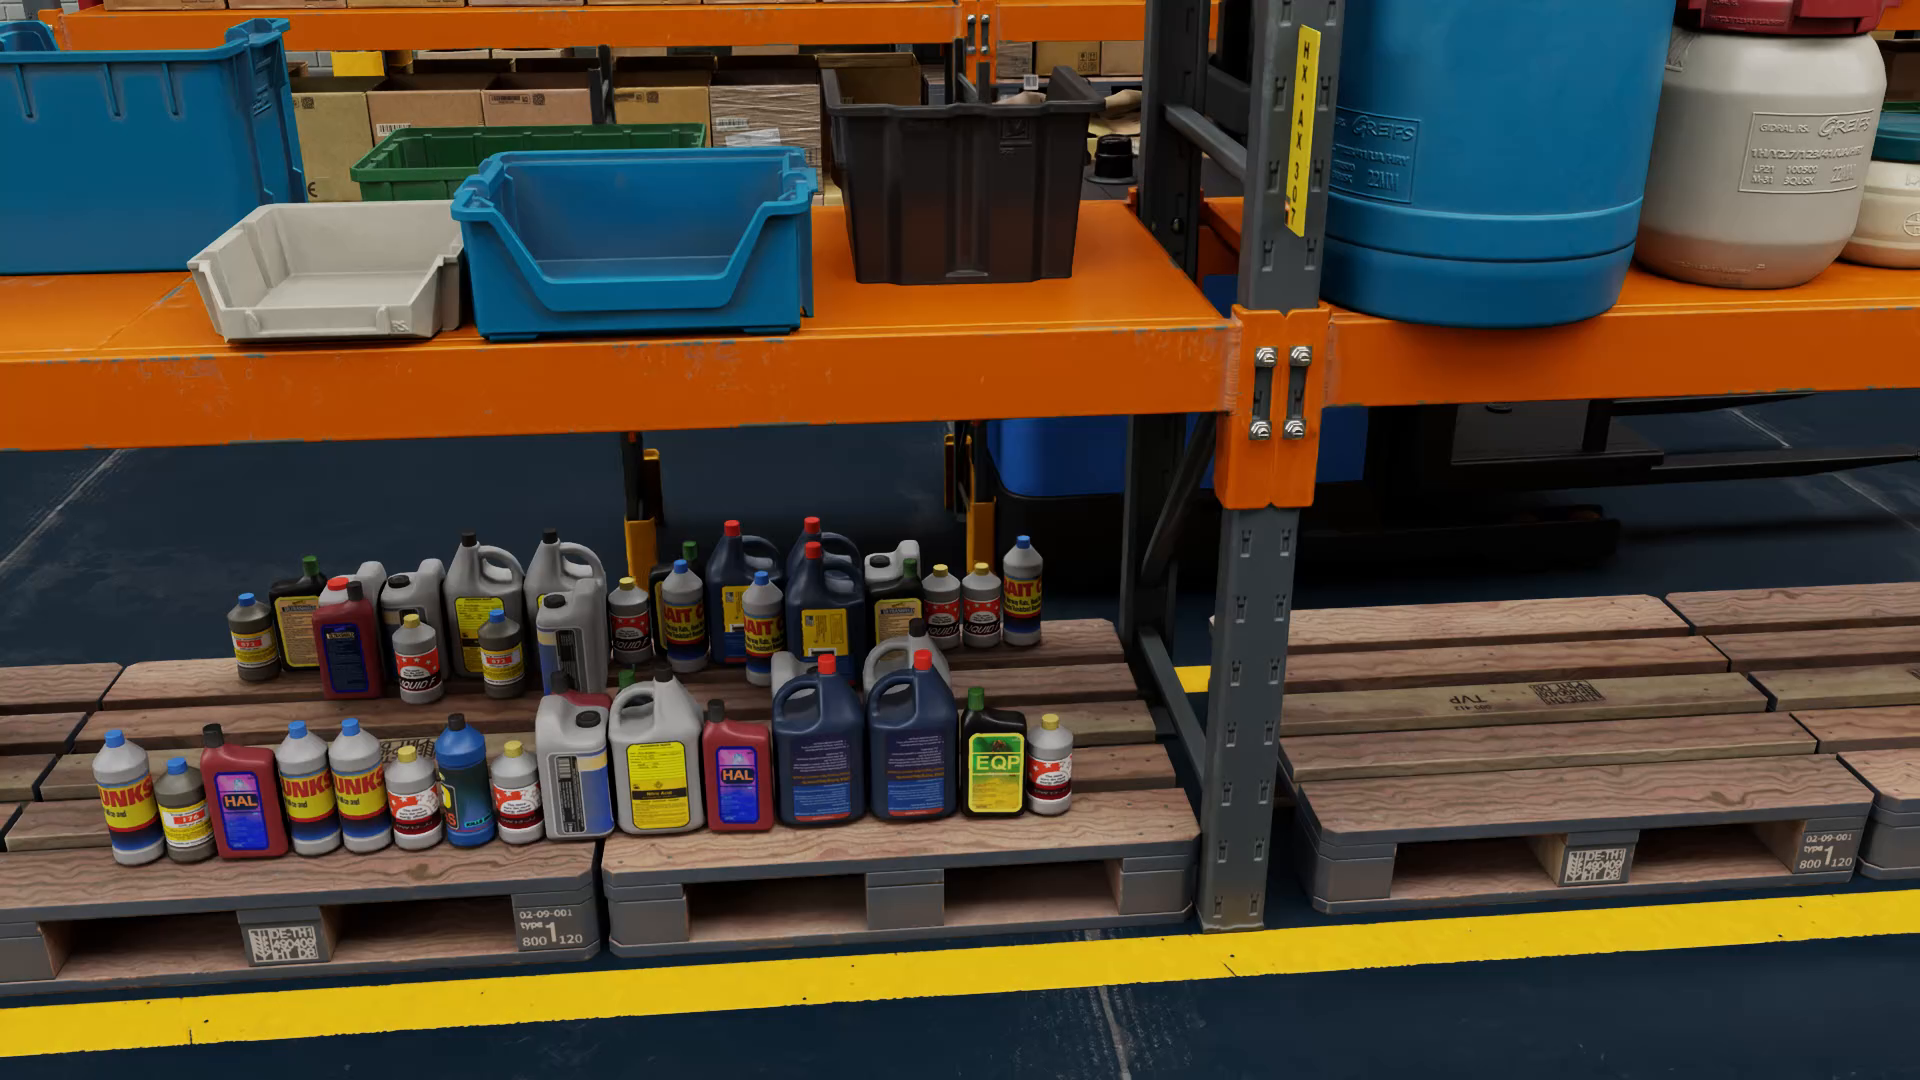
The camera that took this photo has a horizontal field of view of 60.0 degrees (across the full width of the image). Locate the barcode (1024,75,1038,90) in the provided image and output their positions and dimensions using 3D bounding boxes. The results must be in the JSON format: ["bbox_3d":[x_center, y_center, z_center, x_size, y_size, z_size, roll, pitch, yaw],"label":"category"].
[{"bbox_3d":[0.327,-2.104,7.645,0.075,0.075,0.001,-2,24,-5],"label":"barcode"}]

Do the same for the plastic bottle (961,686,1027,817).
[{"bbox_3d":[0.069,0.430,3.392,0.133,0.283,0.061,-1,24,-3],"label":"plastic bottle"}]

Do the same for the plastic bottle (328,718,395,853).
[{"bbox_3d":[-1.190,0.479,3.298,0.097,0.271,0.097,0,24,0],"label":"plastic bottle"}]

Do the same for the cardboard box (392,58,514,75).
[{"bbox_3d":[-2.451,-2.071,8.161,0.500,0.500,0.500,-2,24,-5],"label":"cardboard box"}]

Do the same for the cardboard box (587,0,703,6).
[{"bbox_3d":[-1.433,-2.748,7.617,0.500,0.500,0.700,-2,24,-4],"label":"cardboard box"}]

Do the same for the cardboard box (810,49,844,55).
[{"bbox_3d":[-0.988,-3.640,12.693,0.250,0.166,0.380,-5,25,-12],"label":"cardboard box"}]

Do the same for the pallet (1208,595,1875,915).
[{"bbox_3d":[1.293,0.464,3.945,1.213,0.211,1.003,-2,24,-5],"label":"pallet"}]

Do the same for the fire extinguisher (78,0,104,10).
[{"bbox_3d":[-4.112,-2.753,7.846,0.183,0.674,0.296,-2,24,-5],"label":"fire extinguisher"}]

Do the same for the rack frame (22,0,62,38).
[{"bbox_3d":[-3.949,-2.605,7.418,0.127,3.000,1.000,-2,24,-5],"label":"rack frame"}]

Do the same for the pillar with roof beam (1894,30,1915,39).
[{"bbox_3d":[8.537,-6.465,8.717,0.400,9.000,9.100,-2,24,-5],"label":"pillar with roof beam"}]

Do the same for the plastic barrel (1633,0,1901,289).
[{"bbox_3d":[1.489,-0.774,3.132,0.433,0.535,0.433,0,24,0],"label":"plastic barrel"}]

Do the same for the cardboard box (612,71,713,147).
[{"bbox_3d":[-1.404,-1.900,7.775,0.500,0.500,0.500,-2,24,-5],"label":"cardboard box"}]

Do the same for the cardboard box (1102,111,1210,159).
[{"bbox_3d":[0.966,-1.890,7.988,0.500,0.311,0.500,-3,24,-6],"label":"cardboard box"}]

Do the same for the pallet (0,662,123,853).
[{"bbox_3d":[-2.586,0.619,3.598,1.213,0.211,1.003,-2,24,-5],"label":"pallet"}]

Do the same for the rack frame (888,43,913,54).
[{"bbox_3d":[-0.459,-4.767,12.282,0.127,3.000,1.000,-2,24,-5],"label":"rack frame"}]

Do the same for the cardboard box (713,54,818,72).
[{"bbox_3d":[-0.957,-2.128,8.290,0.500,0.500,0.500,-2,24,-5],"label":"cardboard box"}]

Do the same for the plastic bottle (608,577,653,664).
[{"bbox_3d":[-0.801,0.189,4.036,0.097,0.201,0.097,0,24,0],"label":"plastic bottle"}]

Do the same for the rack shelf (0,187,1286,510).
[{"bbox_3d":[-1.475,-0.354,3.239,4.000,0.370,1.077,-2,24,-5],"label":"rack shelf"}]

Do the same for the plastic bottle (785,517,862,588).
[{"bbox_3d":[-0.329,0.111,4.026,0.185,0.351,0.144,-2,24,-4],"label":"plastic bottle"}]

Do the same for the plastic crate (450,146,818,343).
[{"bbox_3d":[-0.560,-0.541,2.957,0.616,0.251,0.499,-2,24,-5],"label":"plastic crate"}]

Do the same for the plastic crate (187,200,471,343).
[{"bbox_3d":[-1.076,-0.475,2.950,0.437,0.136,0.530,-2,24,-5],"label":"plastic crate"}]

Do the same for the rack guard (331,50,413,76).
[{"bbox_3d":[-4.364,-3.468,12.437,0.348,0.500,1.175,-2,24,-5],"label":"rack guard"}]

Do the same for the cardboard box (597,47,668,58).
[{"bbox_3d":[-2.440,-3.689,12.393,0.500,0.500,0.700,-4,24,-8],"label":"cardboard box"}]

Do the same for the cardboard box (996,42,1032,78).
[{"bbox_3d":[0.272,-3.862,12.782,0.500,0.500,0.700,-1,24,-3],"label":"cardboard box"}]

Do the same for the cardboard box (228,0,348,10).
[{"bbox_3d":[-2.961,-2.687,7.480,0.500,0.500,0.700,-2,24,-4],"label":"cardboard box"}]

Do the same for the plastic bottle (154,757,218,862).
[{"bbox_3d":[-1.528,0.524,3.281,0.097,0.201,0.097,0,24,0],"label":"plastic bottle"}]

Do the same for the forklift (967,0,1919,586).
[{"bbox_3d":[1.560,-1.460,4.927,3.031,2.935,1.130,-3,24,-7],"label":"forklift"}]

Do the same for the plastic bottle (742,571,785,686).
[{"bbox_3d":[-0.462,0.202,3.920,0.097,0.271,0.097,0,24,0],"label":"plastic bottle"}]

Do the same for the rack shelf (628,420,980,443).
[{"bbox_3d":[-0.474,-0.489,4.947,1.000,0.185,0.538,-3,24,-7],"label":"rack shelf"}]

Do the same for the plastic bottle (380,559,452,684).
[{"bbox_3d":[-1.290,0.186,3.951,0.135,0.276,0.152,-3,24,-7],"label":"plastic bottle"}]

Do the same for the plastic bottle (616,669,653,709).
[{"bbox_3d":[-0.646,0.400,3.460,0.133,0.283,0.061,-2,24,-5],"label":"plastic bottle"}]

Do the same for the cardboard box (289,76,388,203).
[{"bbox_3d":[-2.896,-1.836,7.632,0.500,0.500,0.500,-2,24,-5],"label":"cardboard box"}]

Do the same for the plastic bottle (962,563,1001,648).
[{"bbox_3d":[0.054,0.155,4.113,0.097,0.201,0.097,0,24,0],"label":"plastic bottle"}]

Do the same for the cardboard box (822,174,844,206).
[{"bbox_3d":[-0.408,-1.594,8.011,0.500,0.250,0.500,-2,24,-5],"label":"cardboard box"}]

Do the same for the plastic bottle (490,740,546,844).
[{"bbox_3d":[-0.887,0.498,3.339,0.097,0.201,0.097,0,24,0],"label":"plastic bottle"}]

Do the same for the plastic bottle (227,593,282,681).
[{"bbox_3d":[-1.681,0.224,3.956,0.097,0.201,0.097,0,24,0],"label":"plastic bottle"}]

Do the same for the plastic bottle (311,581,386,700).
[{"bbox_3d":[-1.417,0.231,3.841,0.133,0.283,0.061,-2,24,-5],"label":"plastic bottle"}]

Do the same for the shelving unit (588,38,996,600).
[{"bbox_3d":[-0.465,-0.654,4.875,1.083,1.500,0.587,-3,24,-7],"label":"shelving unit"}]

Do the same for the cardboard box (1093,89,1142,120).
[{"bbox_3d":[0.924,-2.112,8.487,0.500,0.311,0.500,-2,24,-4],"label":"cardboard box"}]

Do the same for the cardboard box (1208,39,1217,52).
[{"bbox_3d":[1.795,-3.931,12.937,0.500,0.500,0.700,-2,24,-5],"label":"cardboard box"}]

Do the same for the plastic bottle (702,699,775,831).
[{"bbox_3d":[-0.447,0.451,3.346,0.133,0.283,0.061,-1,24,-2],"label":"plastic bottle"}]

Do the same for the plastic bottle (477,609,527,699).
[{"bbox_3d":[-1.070,0.258,3.879,0.097,0.201,0.097,0,24,0],"label":"plastic bottle"}]
